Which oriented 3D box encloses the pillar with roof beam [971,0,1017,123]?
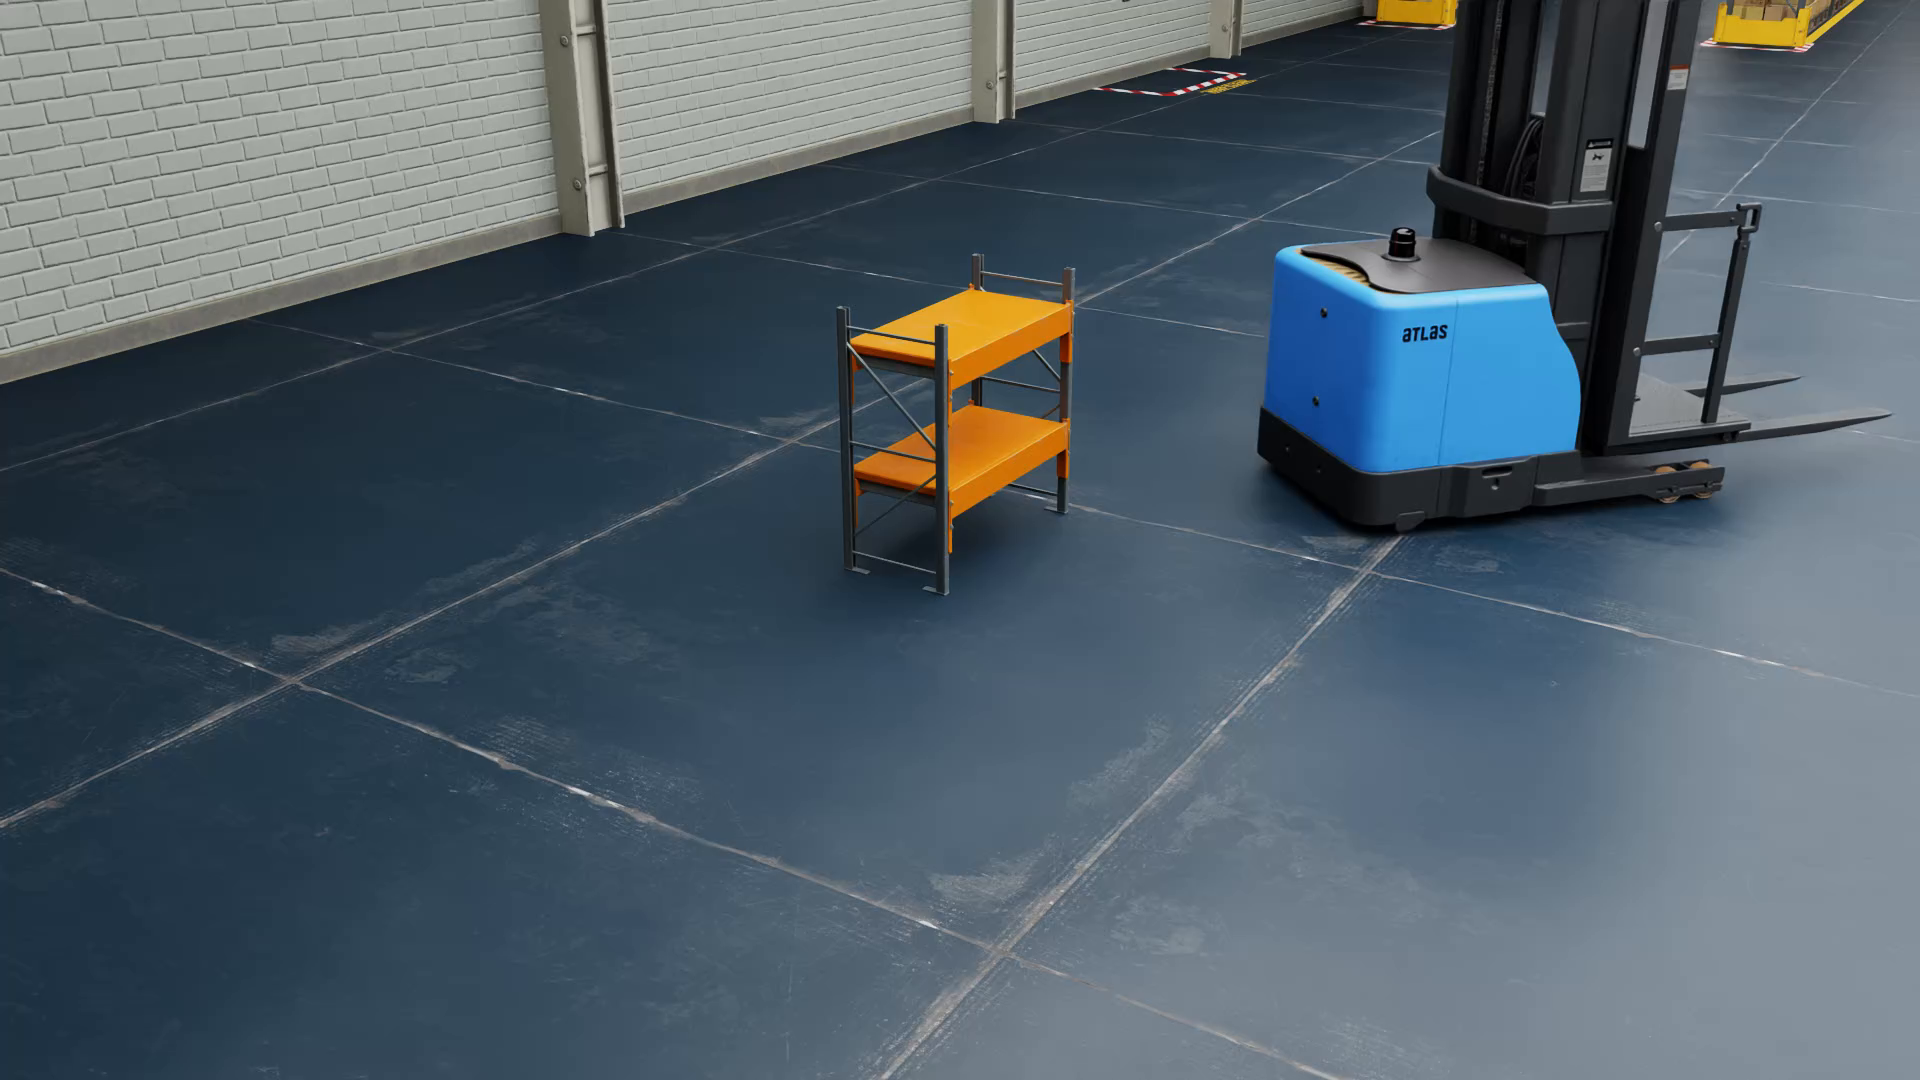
[{"bbox_3d":[4.005,-7.639,13.568,9.100,9.000,0.400,14,27,29],"label":"pillar with roof beam"}]

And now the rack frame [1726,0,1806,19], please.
[{"bbox_3d":[11.254,-8.384,22.840,1.000,3.000,0.127,14,27,29],"label":"rack frame"}]

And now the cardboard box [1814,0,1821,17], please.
[{"bbox_3d":[12.518,-7.955,24.782,0.500,0.250,0.500,14,27,29],"label":"cardboard box"}]

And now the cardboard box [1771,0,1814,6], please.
[{"bbox_3d":[11.988,-7.962,23.855,0.500,0.500,0.500,14,27,29],"label":"cardboard box"}]

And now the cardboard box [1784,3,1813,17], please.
[{"bbox_3d":[11.986,-7.618,24.005,0.500,0.250,0.500,14,27,29],"label":"cardboard box"}]

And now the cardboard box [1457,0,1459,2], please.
[{"bbox_3d":[7.786,-8.796,26.623,0.500,0.311,0.500,16,28,33],"label":"cardboard box"}]

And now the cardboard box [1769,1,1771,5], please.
[{"bbox_3d":[11.539,-7.729,24.260,0.500,0.250,0.500,14,27,29],"label":"cardboard box"}]

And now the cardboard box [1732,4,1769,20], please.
[{"bbox_3d":[11.286,-7.557,23.864,0.500,0.250,0.500,14,27,29],"label":"cardboard box"}]

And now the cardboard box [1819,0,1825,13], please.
[{"bbox_3d":[12.782,-8.124,25.172,0.500,0.250,0.500,14,27,29],"label":"cardboard box"}]

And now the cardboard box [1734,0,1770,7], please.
[{"bbox_3d":[11.284,-7.902,23.716,0.500,0.500,0.500,14,27,29],"label":"cardboard box"}]

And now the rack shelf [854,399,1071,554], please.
[{"bbox_3d":[0.004,-0.294,7.129,0.538,0.278,1.000,14,27,29],"label":"rack shelf"}]

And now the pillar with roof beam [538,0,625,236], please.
[{"bbox_3d":[0.840,-5.614,8.891,9.100,9.000,0.400,14,27,29],"label":"pillar with roof beam"}]

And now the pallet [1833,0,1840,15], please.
[{"bbox_3d":[13.719,-8.711,27.106,1.003,0.211,1.213,14,27,29],"label":"pallet"}]

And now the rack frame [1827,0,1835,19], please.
[{"bbox_3d":[13.364,-9.734,25.959,1.000,3.000,0.127,14,27,29],"label":"rack frame"}]

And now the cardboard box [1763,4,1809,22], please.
[{"bbox_3d":[11.726,-7.449,23.614,0.500,0.250,0.500,14,27,29],"label":"cardboard box"}]

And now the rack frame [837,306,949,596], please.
[{"bbox_3d":[-0.265,-0.347,6.635,0.500,1.125,0.032,14,27,29],"label":"rack frame"}]

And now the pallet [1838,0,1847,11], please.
[{"bbox_3d":[14.362,-9.124,28.061,1.003,0.211,1.213,14,27,29],"label":"pallet"}]

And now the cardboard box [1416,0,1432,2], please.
[{"bbox_3d":[7.485,-8.603,26.178,0.500,0.311,0.500,11,26,23],"label":"cardboard box"}]

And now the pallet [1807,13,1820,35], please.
[{"bbox_3d":[12.266,-7.781,24.958,1.003,0.211,1.213,14,27,29],"label":"pallet"}]

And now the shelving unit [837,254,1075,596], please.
[{"bbox_3d":[0.004,-0.518,7.032,0.538,1.125,1.048,14,27,29],"label":"shelving unit"}]

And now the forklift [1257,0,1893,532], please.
[{"bbox_3d":[3.013,-1.707,7.503,3.031,2.935,1.130,-7,24,-16],"label":"forklift"}]

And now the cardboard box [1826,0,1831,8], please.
[{"bbox_3d":[13.305,-8.462,25.954,0.500,0.250,0.500,14,27,29],"label":"cardboard box"}]

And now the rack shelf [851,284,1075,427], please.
[{"bbox_3d":[0.004,-0.787,6.916,0.538,0.278,1.000,14,27,29],"label":"rack shelf"}]

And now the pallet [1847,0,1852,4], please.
[{"bbox_3d":[15.007,-9.534,29.009,1.003,0.211,1.213,14,27,29],"label":"pallet"}]

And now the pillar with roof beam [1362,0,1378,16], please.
[{"bbox_3d":[10.335,-11.689,22.924,9.100,9.000,0.400,14,27,29],"label":"pillar with roof beam"}]

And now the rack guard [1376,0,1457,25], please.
[{"bbox_3d":[7.084,-8.299,25.791,1.175,0.500,0.348,14,27,29],"label":"rack guard"}]

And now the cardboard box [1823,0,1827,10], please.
[{"bbox_3d":[13.033,-8.296,25.569,0.500,0.250,0.500,14,27,29],"label":"cardboard box"}]

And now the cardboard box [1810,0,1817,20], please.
[{"bbox_3d":[12.251,-7.787,24.395,0.500,0.250,0.500,14,27,29],"label":"cardboard box"}]

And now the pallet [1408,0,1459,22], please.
[{"bbox_3d":[7.542,-8.433,26.465,1.003,0.211,1.213,14,27,29],"label":"pallet"}]

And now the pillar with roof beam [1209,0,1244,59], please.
[{"bbox_3d":[7.170,-9.664,18.246,9.100,9.000,0.400,14,27,29],"label":"pillar with roof beam"}]

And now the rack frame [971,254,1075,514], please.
[{"bbox_3d":[0.272,-0.690,7.428,0.500,1.125,0.032,14,27,29],"label":"rack frame"}]

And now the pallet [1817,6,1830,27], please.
[{"bbox_3d":[12.909,-8.194,25.913,1.003,0.211,1.213,14,27,29],"label":"pallet"}]

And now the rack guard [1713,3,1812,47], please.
[{"bbox_3d":[11.241,-7.228,23.318,1.175,0.500,0.348,14,27,29],"label":"rack guard"}]

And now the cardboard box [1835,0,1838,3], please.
[{"bbox_3d":[13.787,-8.749,26.616,0.500,0.250,0.500,13,27,28],"label":"cardboard box"}]
